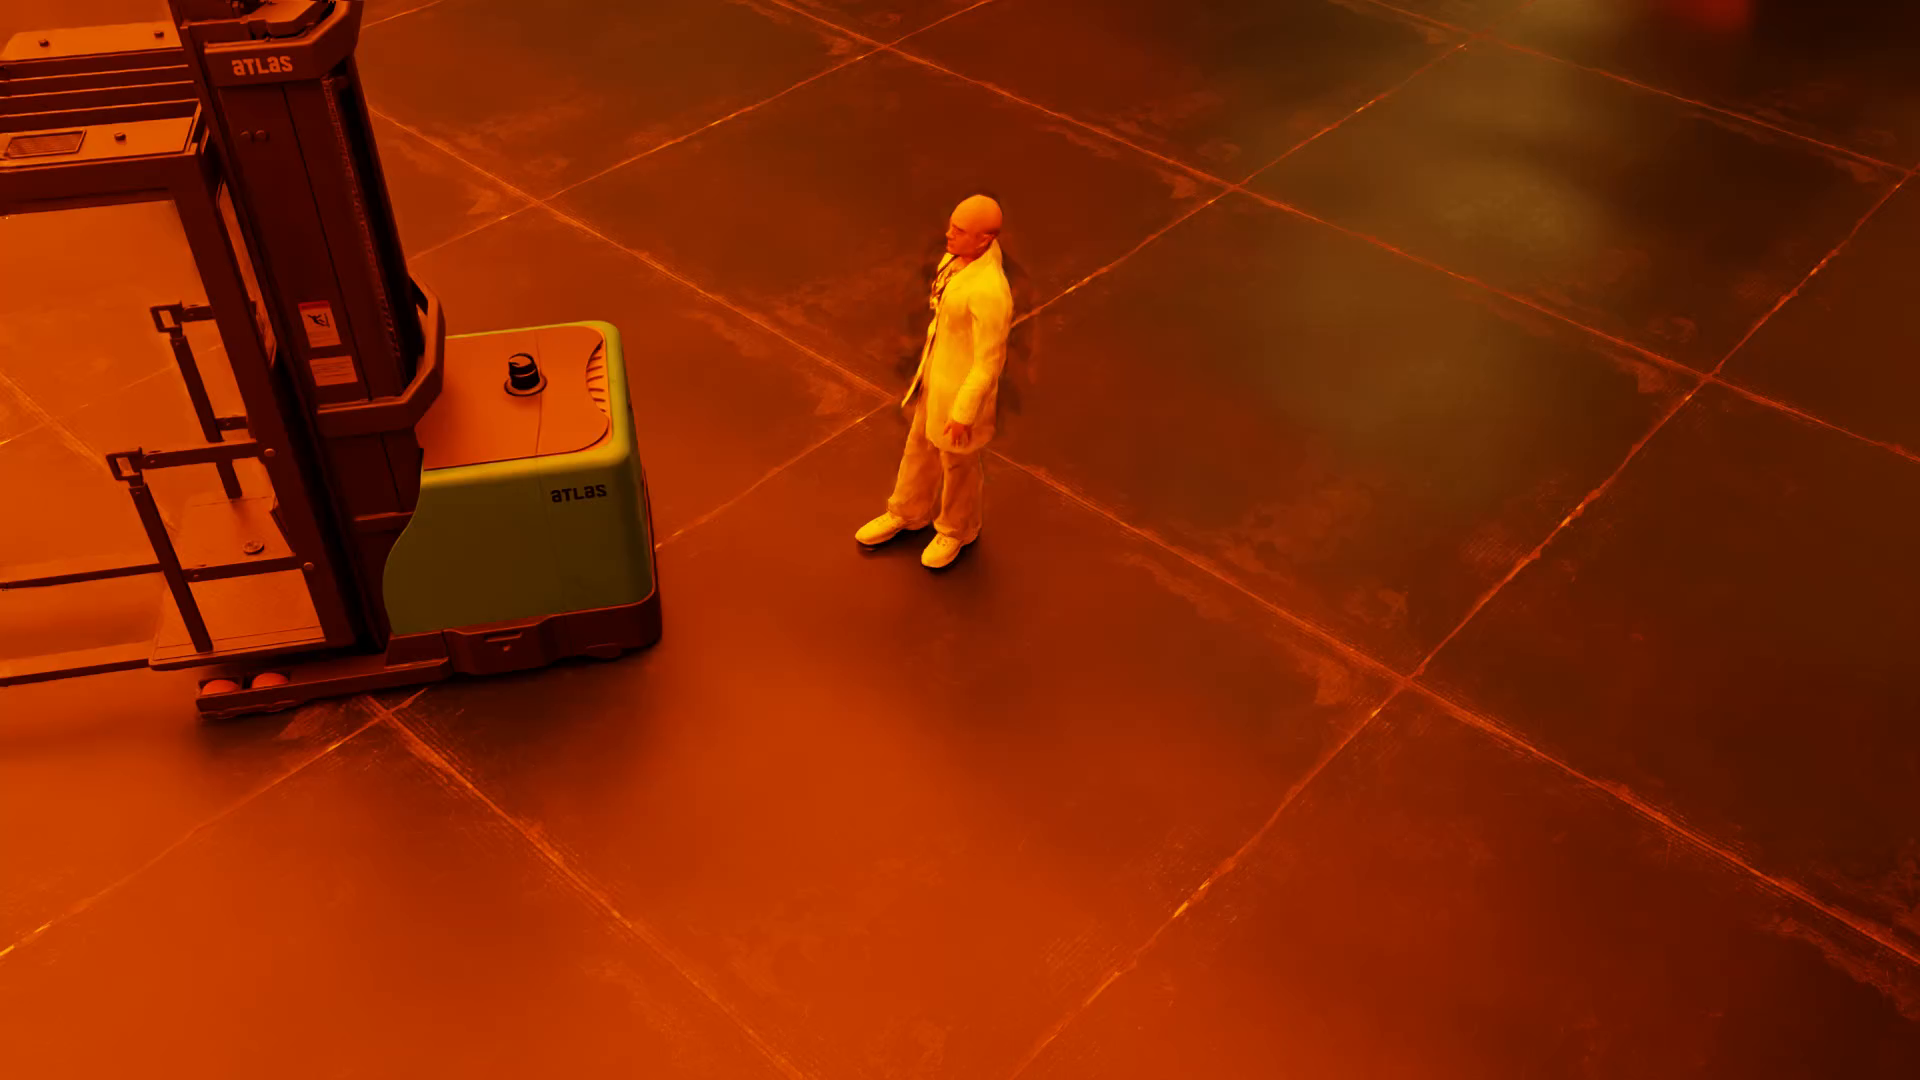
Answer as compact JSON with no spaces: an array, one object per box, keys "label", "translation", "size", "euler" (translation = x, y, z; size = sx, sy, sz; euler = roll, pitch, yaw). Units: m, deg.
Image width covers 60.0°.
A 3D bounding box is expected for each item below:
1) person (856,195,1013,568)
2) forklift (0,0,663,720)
[{"label":"person","translation":[-0.140,-0.657,7.074],"size":[0.667,1.778,0.697],"euler":[-7,41,-9]},{"label":"forklift","translation":[-2.845,-0.754,6.307],"size":[3.031,2.935,1.130],"euler":[-8,41,-9]}]
